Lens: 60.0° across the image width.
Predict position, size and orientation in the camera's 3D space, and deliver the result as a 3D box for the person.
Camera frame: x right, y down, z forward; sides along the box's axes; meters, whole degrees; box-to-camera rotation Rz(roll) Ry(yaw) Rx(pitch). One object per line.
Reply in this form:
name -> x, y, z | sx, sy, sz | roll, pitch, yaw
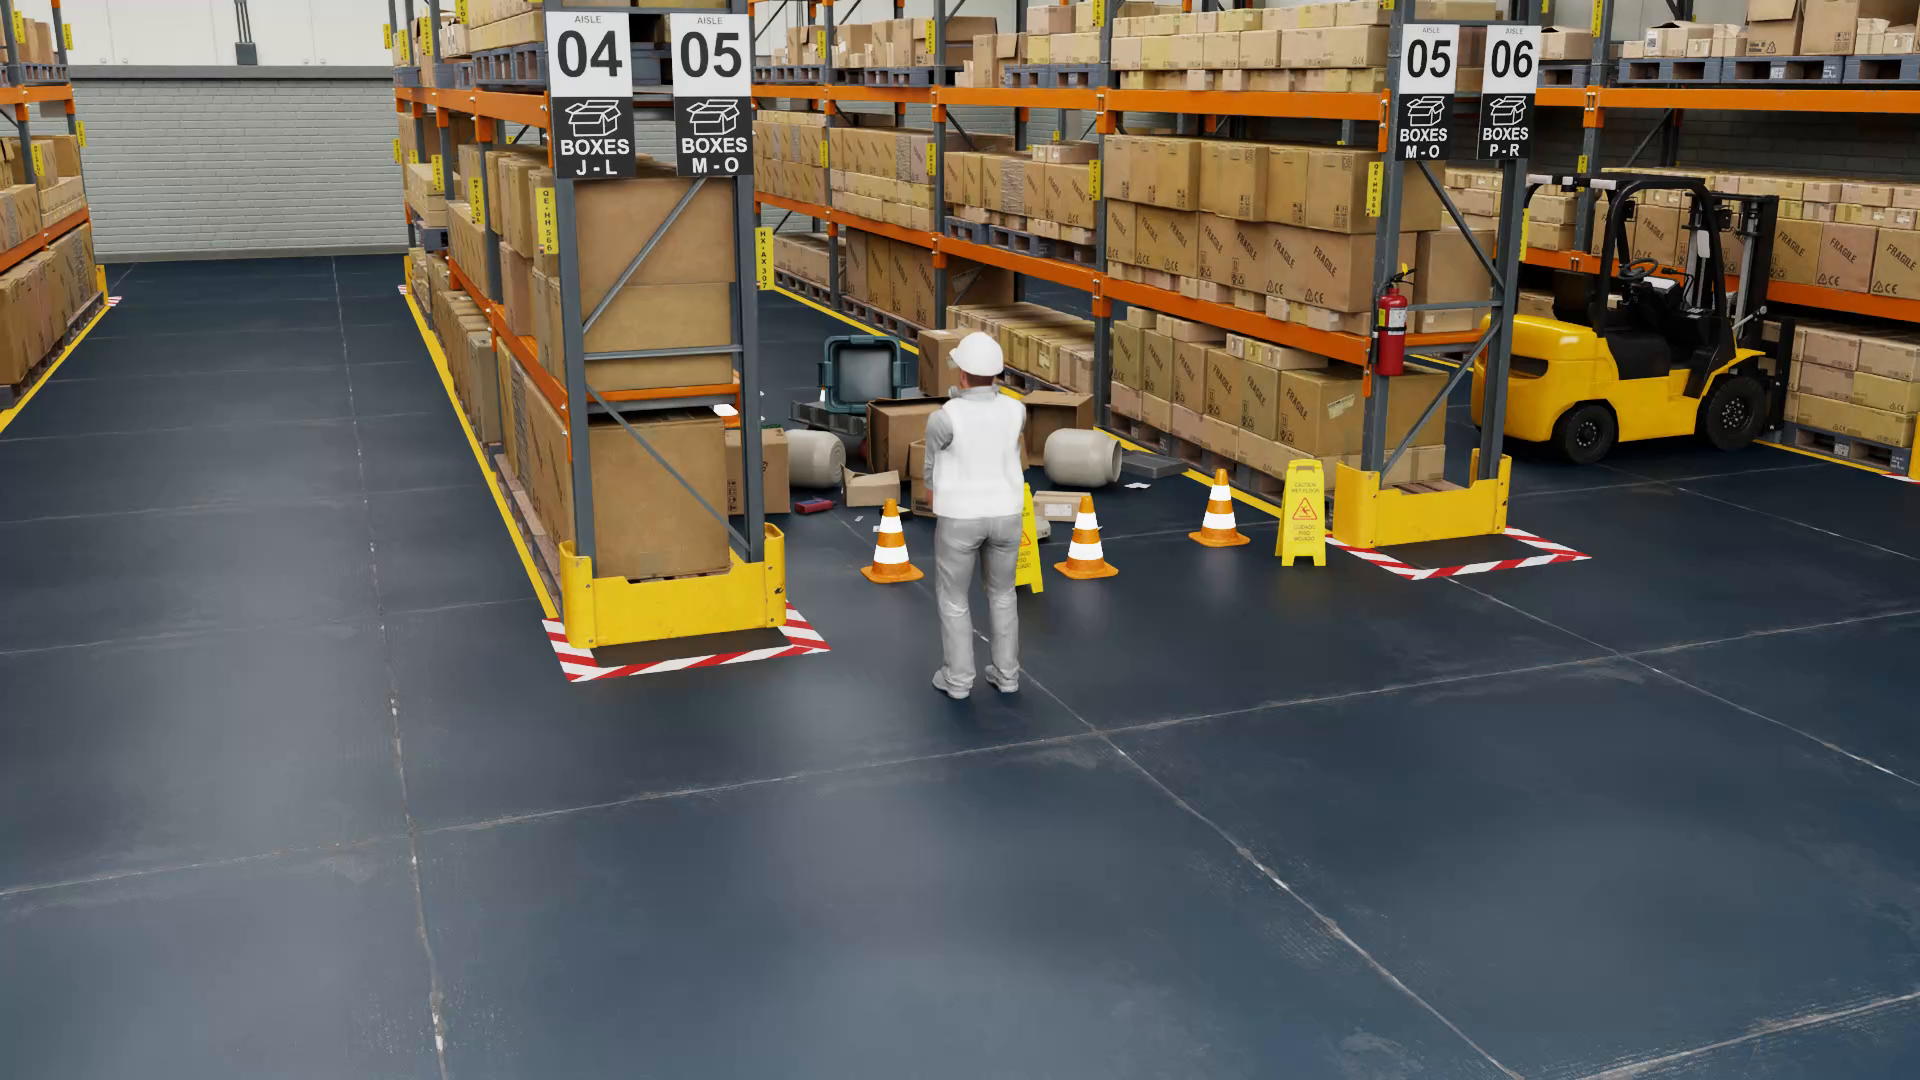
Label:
person -> 0.040, -0.139, 7.994 | 0.494, 1.764, 0.547 | -5, 16, -19
